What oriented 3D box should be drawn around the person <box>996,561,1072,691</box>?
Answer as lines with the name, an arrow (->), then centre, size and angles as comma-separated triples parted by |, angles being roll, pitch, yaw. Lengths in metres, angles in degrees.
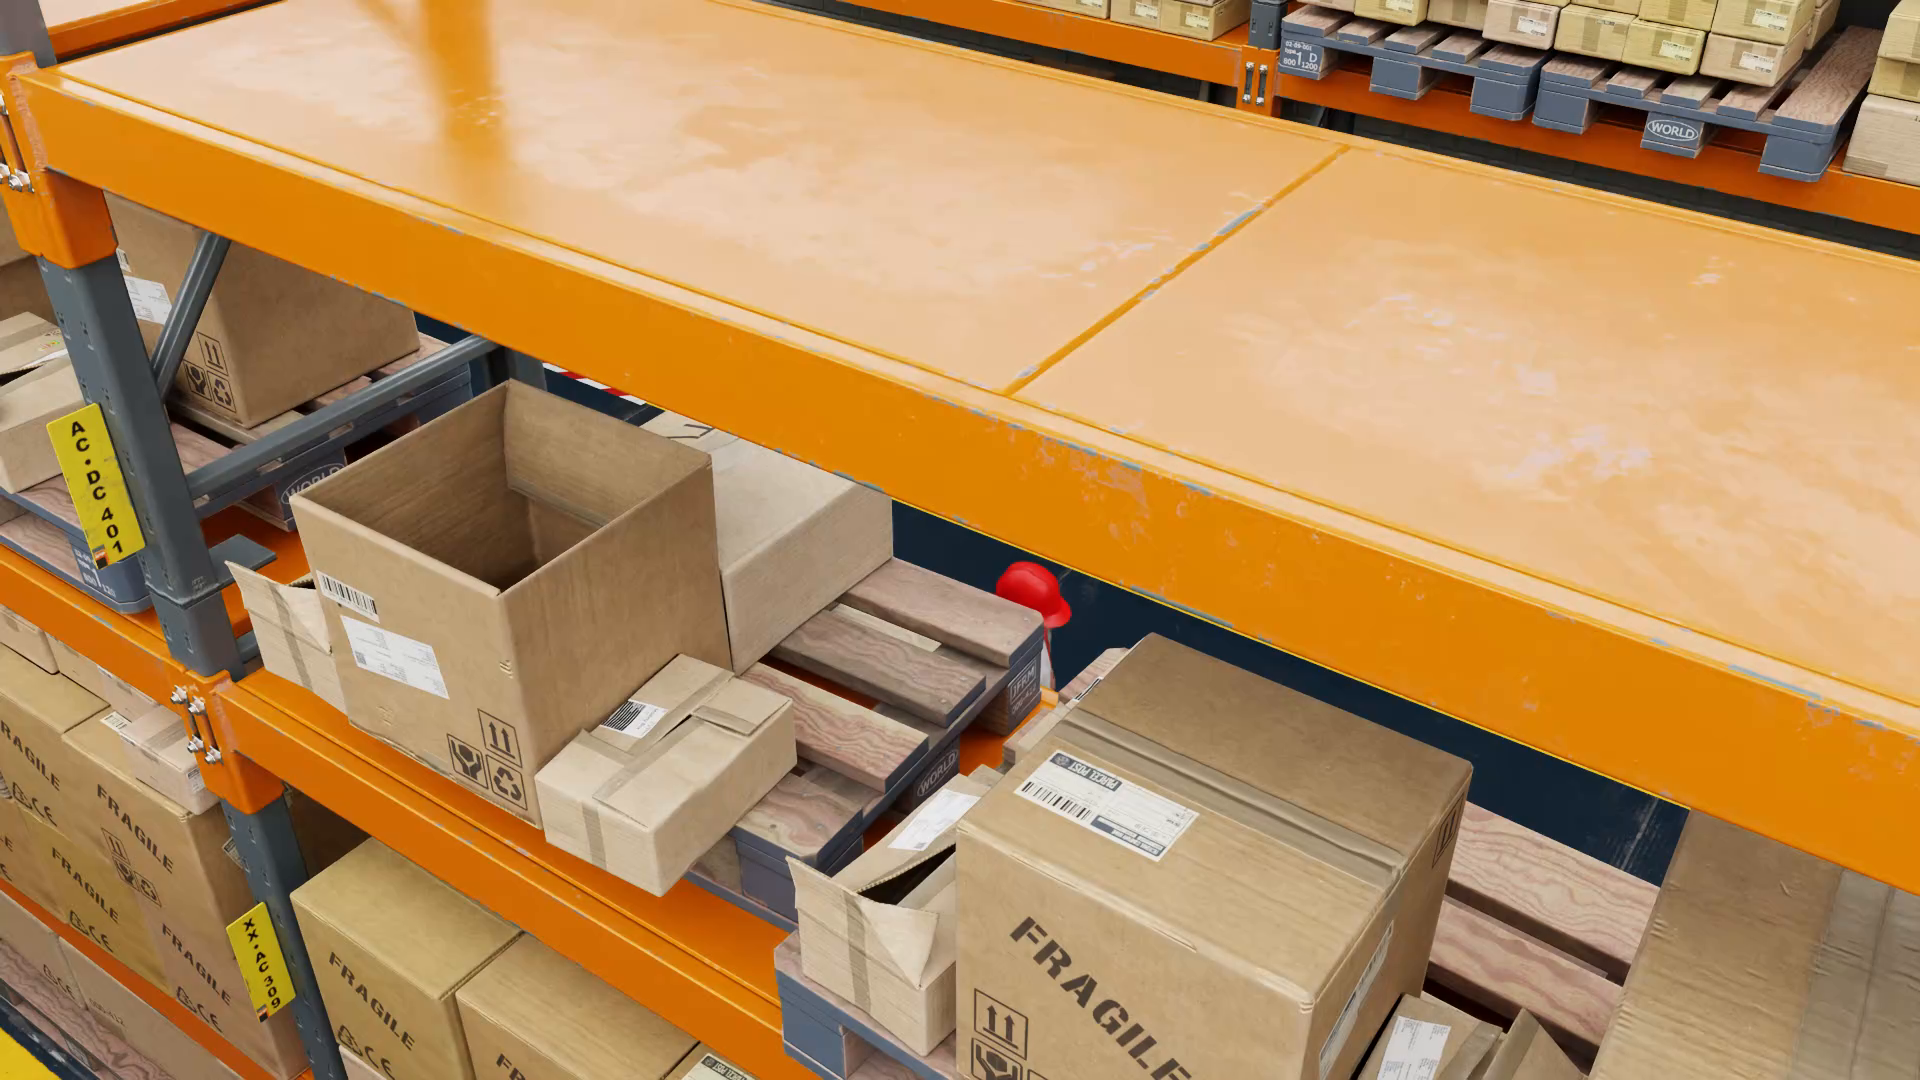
person -> 0.190, 0.795, 6.158 | 0.414, 1.757, 0.534 | 22, 40, 29
